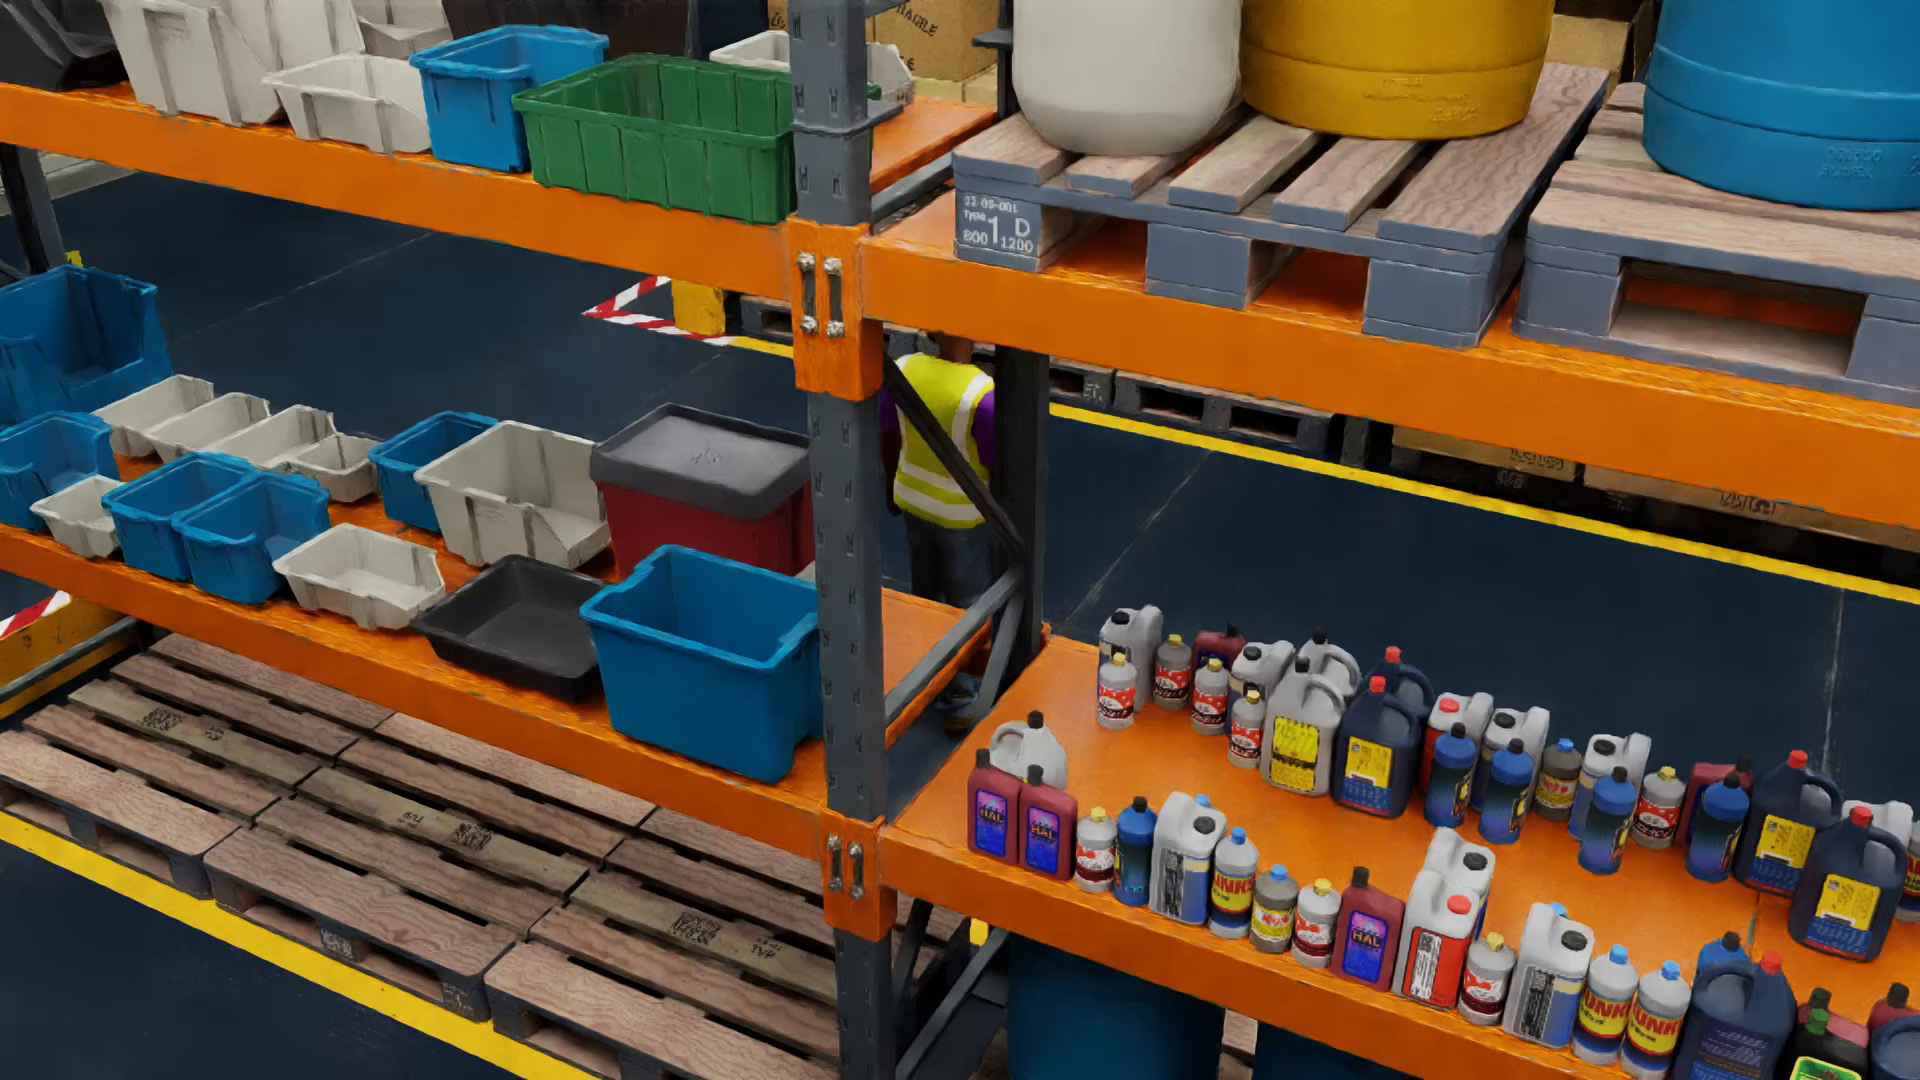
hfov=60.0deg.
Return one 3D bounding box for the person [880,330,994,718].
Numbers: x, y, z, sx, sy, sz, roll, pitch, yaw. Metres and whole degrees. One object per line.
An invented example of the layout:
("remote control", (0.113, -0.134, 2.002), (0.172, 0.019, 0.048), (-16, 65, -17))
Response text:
("person", (-0.050, -0.150, 6.259), (0.637, 1.701, 0.357), (23, 37, 35))
